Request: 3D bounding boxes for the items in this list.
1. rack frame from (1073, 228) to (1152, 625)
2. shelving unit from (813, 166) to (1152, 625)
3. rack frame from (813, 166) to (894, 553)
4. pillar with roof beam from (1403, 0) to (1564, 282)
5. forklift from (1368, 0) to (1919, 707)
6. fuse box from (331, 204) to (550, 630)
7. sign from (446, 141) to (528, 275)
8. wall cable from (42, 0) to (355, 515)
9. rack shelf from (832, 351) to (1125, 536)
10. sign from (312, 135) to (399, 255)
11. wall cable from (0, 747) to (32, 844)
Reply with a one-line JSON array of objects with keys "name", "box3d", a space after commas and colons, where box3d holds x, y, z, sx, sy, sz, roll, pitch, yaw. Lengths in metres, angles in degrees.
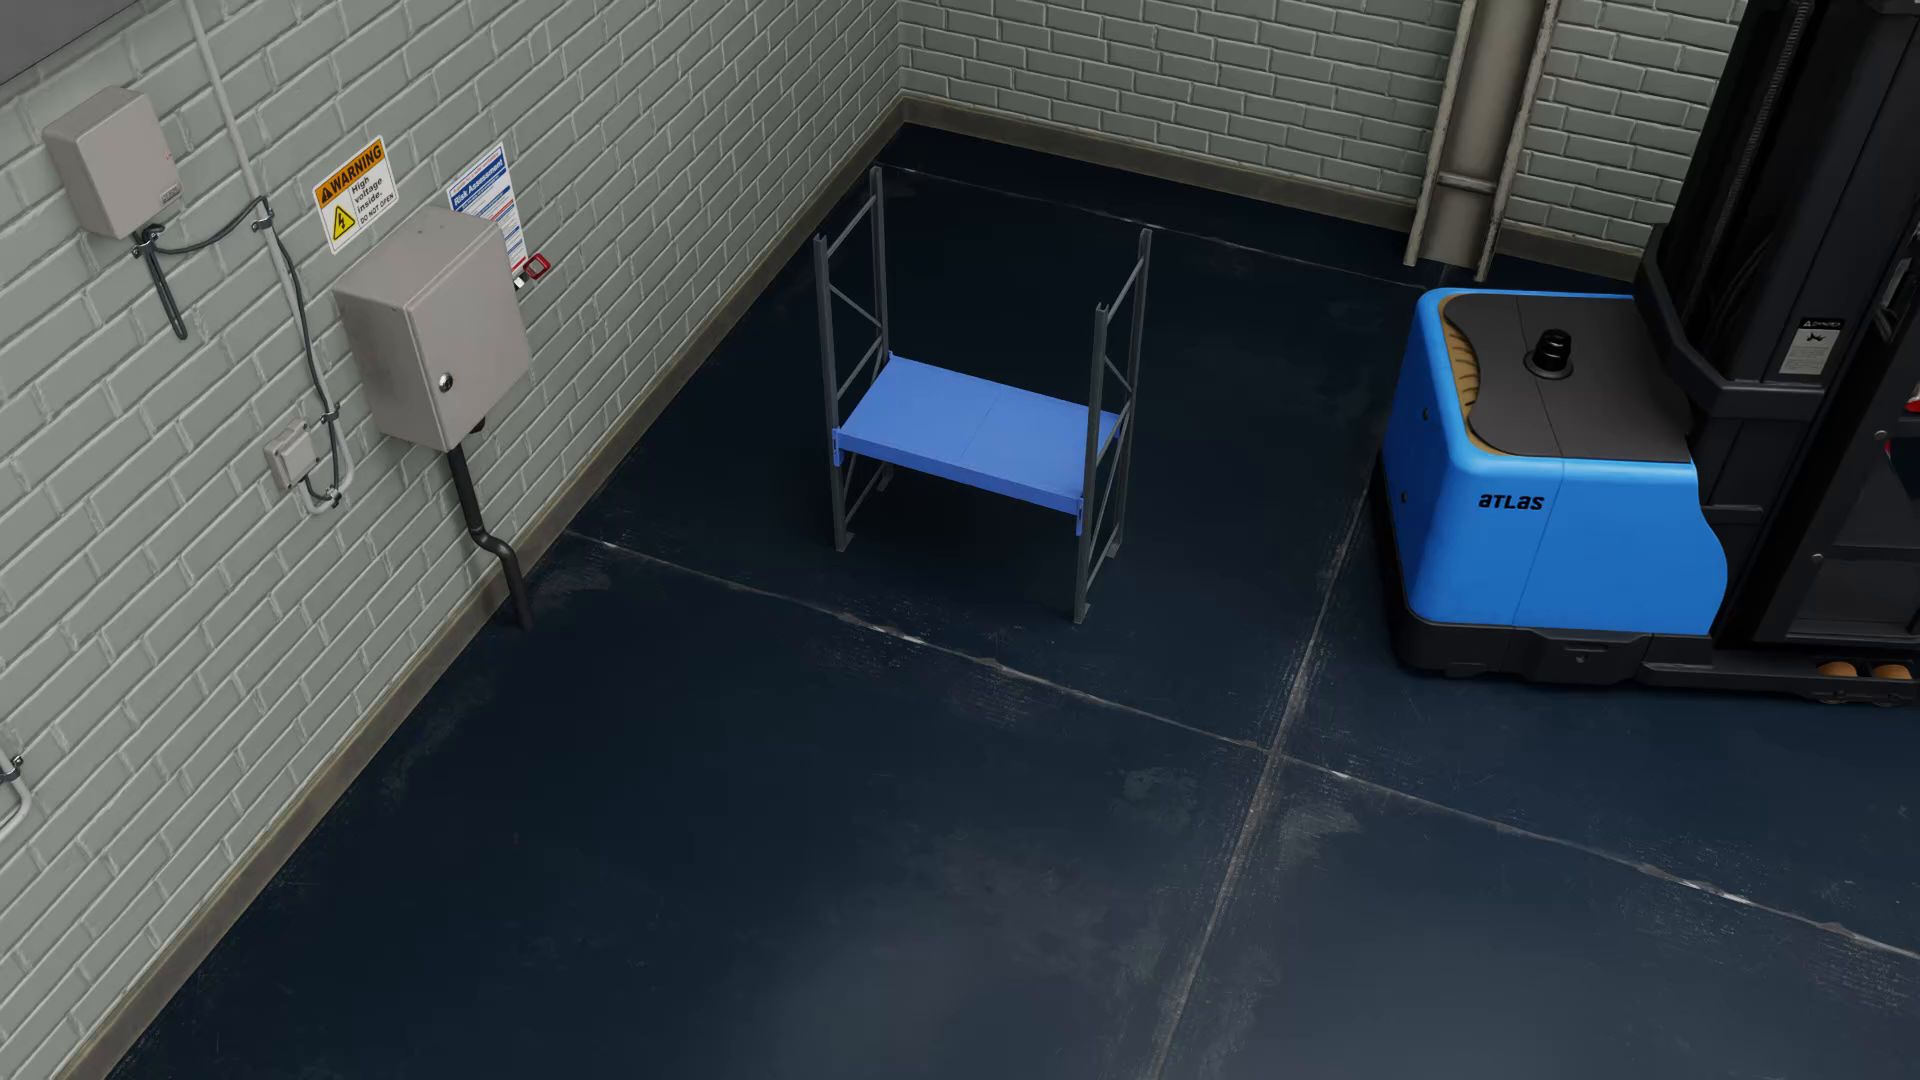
[{"name": "rack frame", "box3d": [0.548, -0.370, 6.059, 0.032, 1.500, 0.500, 16, 47, 16]}, {"name": "shelving unit", "box3d": [0.079, -0.508, 6.198, 1.048, 1.500, 0.538, 16, 47, 16]}, {"name": "rack frame", "box3d": [-0.390, -0.647, 6.336, 0.032, 1.500, 0.500, 16, 47, 16]}, {"name": "pillar with roof beam", "box3d": [0.740, -1.779, 2.158, 0.400, 9.000, 9.100, 16, 47, 16]}, {"name": "forklift", "box3d": [3.165, -0.815, 5.491, 3.031, 2.935, 1.130, 3, 45, 3]}, {"name": "fuse box", "box3d": [-1.638, -0.291, 5.829, 0.414, 1.711, 0.539, 16, 47, 16]}, {"name": "sign", "box3d": [-1.639, -1.091, 5.788, 0.001, 0.494, 0.329, 16, 47, 16]}, {"name": "wall cable", "box3d": [-2.046, -0.706, 4.613, 0.122, 1.984, 0.588, 16, 47, 16]}, {"name": "rack shelf", "box3d": [0.079, -0.381, 6.325, 1.000, 0.185, 0.538, 16, 47, 16]}, {"name": "sign", "box3d": [-1.850, -1.060, 5.104, 0.001, 0.242, 0.339, 16, 47, 16]}, {"name": "wall cable", "box3d": [-2.581, 0.209, 3.671, 0.123, 1.953, 0.585, 16, 47, 16]}]
